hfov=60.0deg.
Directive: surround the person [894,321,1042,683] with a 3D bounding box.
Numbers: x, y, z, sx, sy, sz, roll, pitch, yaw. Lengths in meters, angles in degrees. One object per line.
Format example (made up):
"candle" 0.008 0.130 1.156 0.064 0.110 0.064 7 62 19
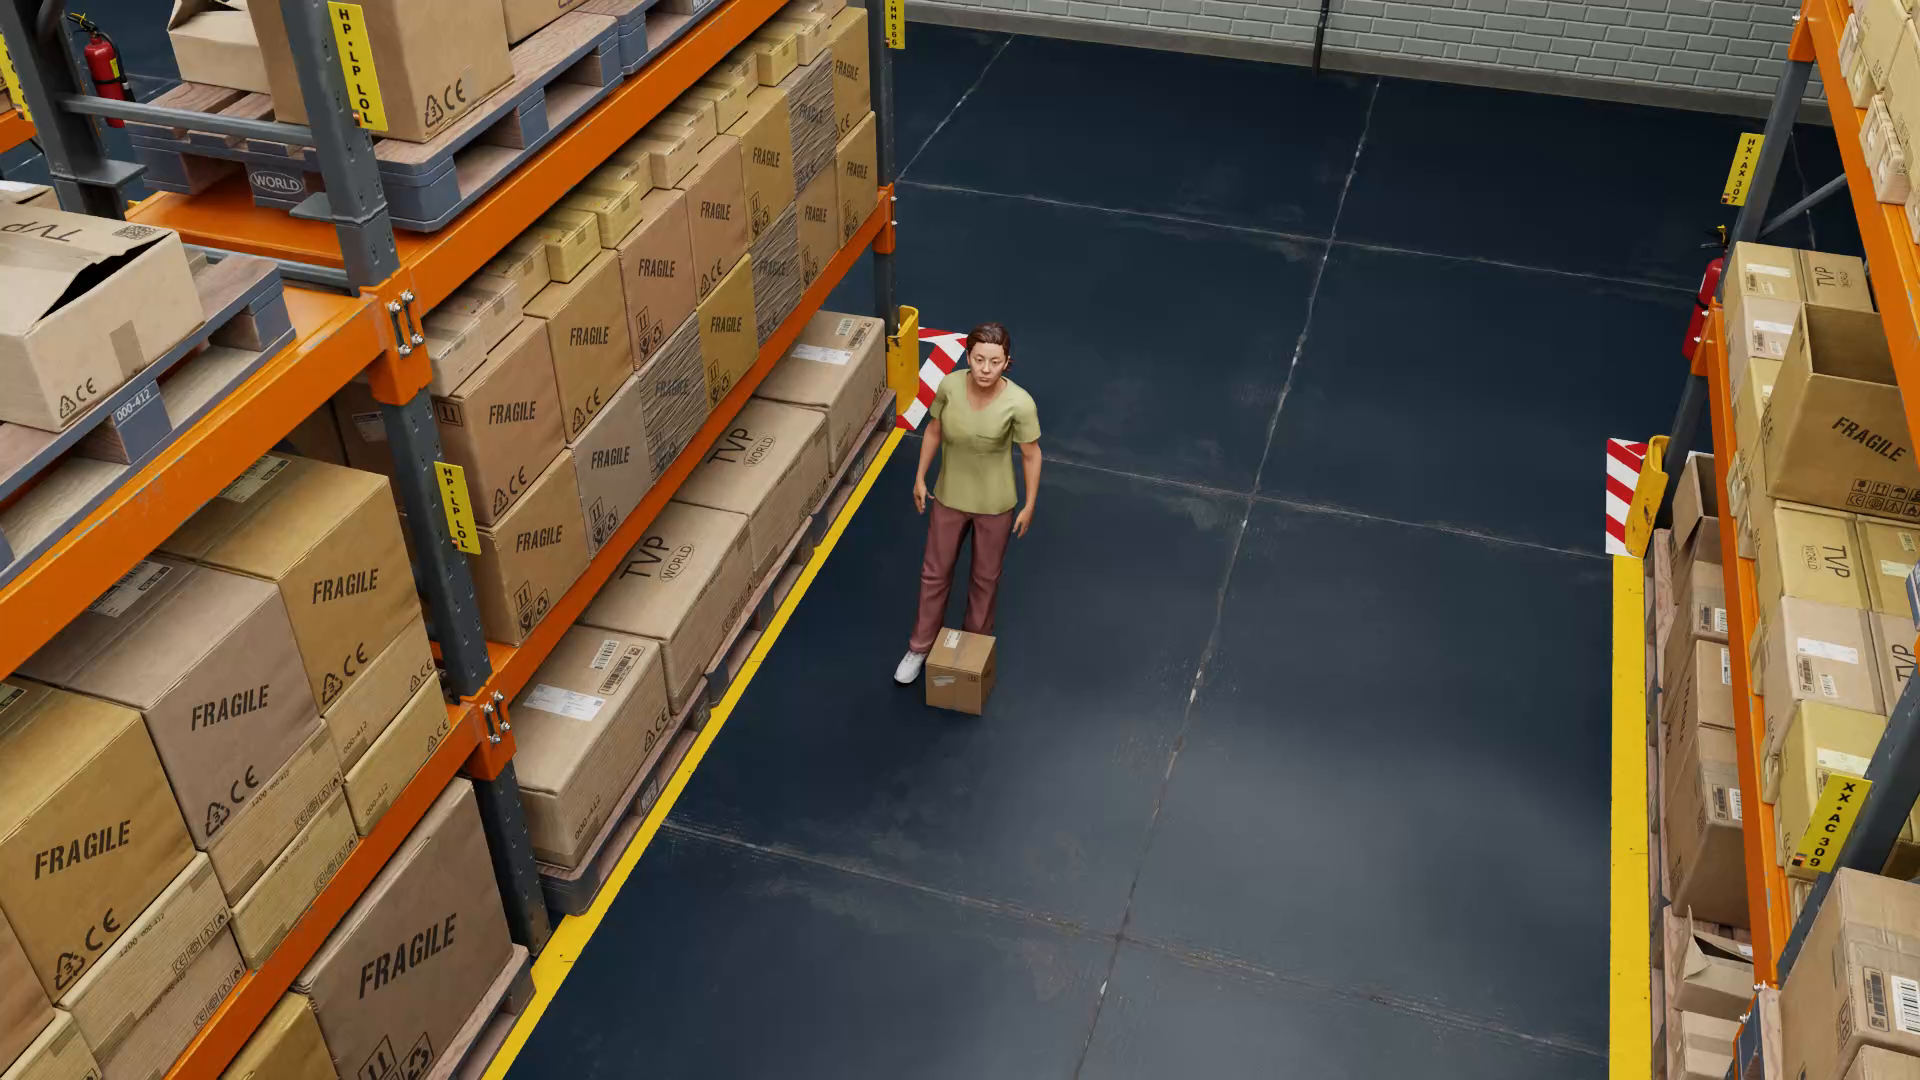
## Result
"person" 0.038 -0.128 7.046 0.554 1.673 0.547 11 38 14
